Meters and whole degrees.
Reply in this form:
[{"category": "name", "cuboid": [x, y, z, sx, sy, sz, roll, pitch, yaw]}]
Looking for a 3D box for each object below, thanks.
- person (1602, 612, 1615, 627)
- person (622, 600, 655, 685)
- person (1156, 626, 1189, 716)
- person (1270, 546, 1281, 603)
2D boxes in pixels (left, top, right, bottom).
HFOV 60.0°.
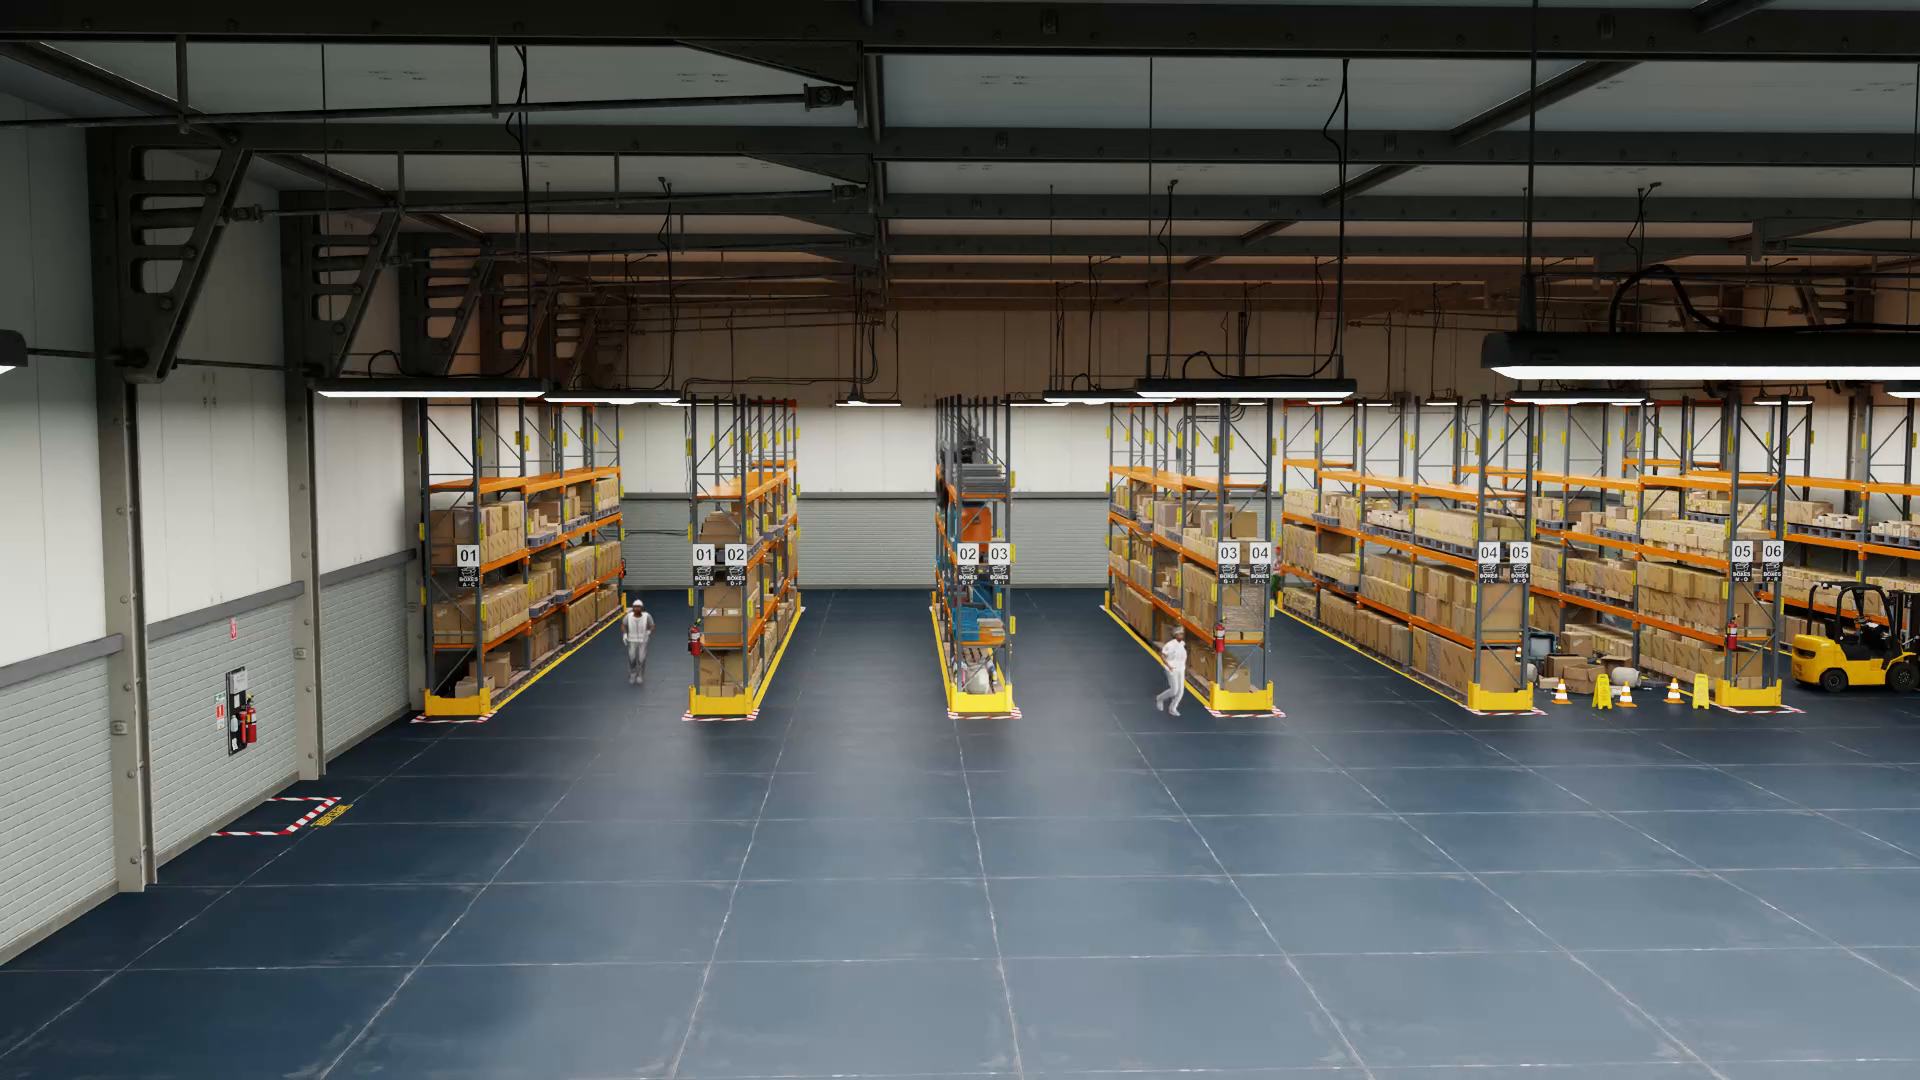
[{"category": "person", "cuboid": [16.340, 1.520, 42.294, 0.625, 1.777, 0.901, -1, 5, -10]}, {"category": "person", "cuboid": [-6.669, 2.128, 34.500, 0.679, 1.765, 0.660, -1, 5, -12]}, {"category": "person", "cuboid": [4.038, 2.443, 31.282, 0.637, 1.660, 0.529, -3, 6, -37]}, {"category": "person", "cuboid": [9.388, 1.015, 48.935, 0.566, 1.712, 0.709, -1, 5, -7]}]
